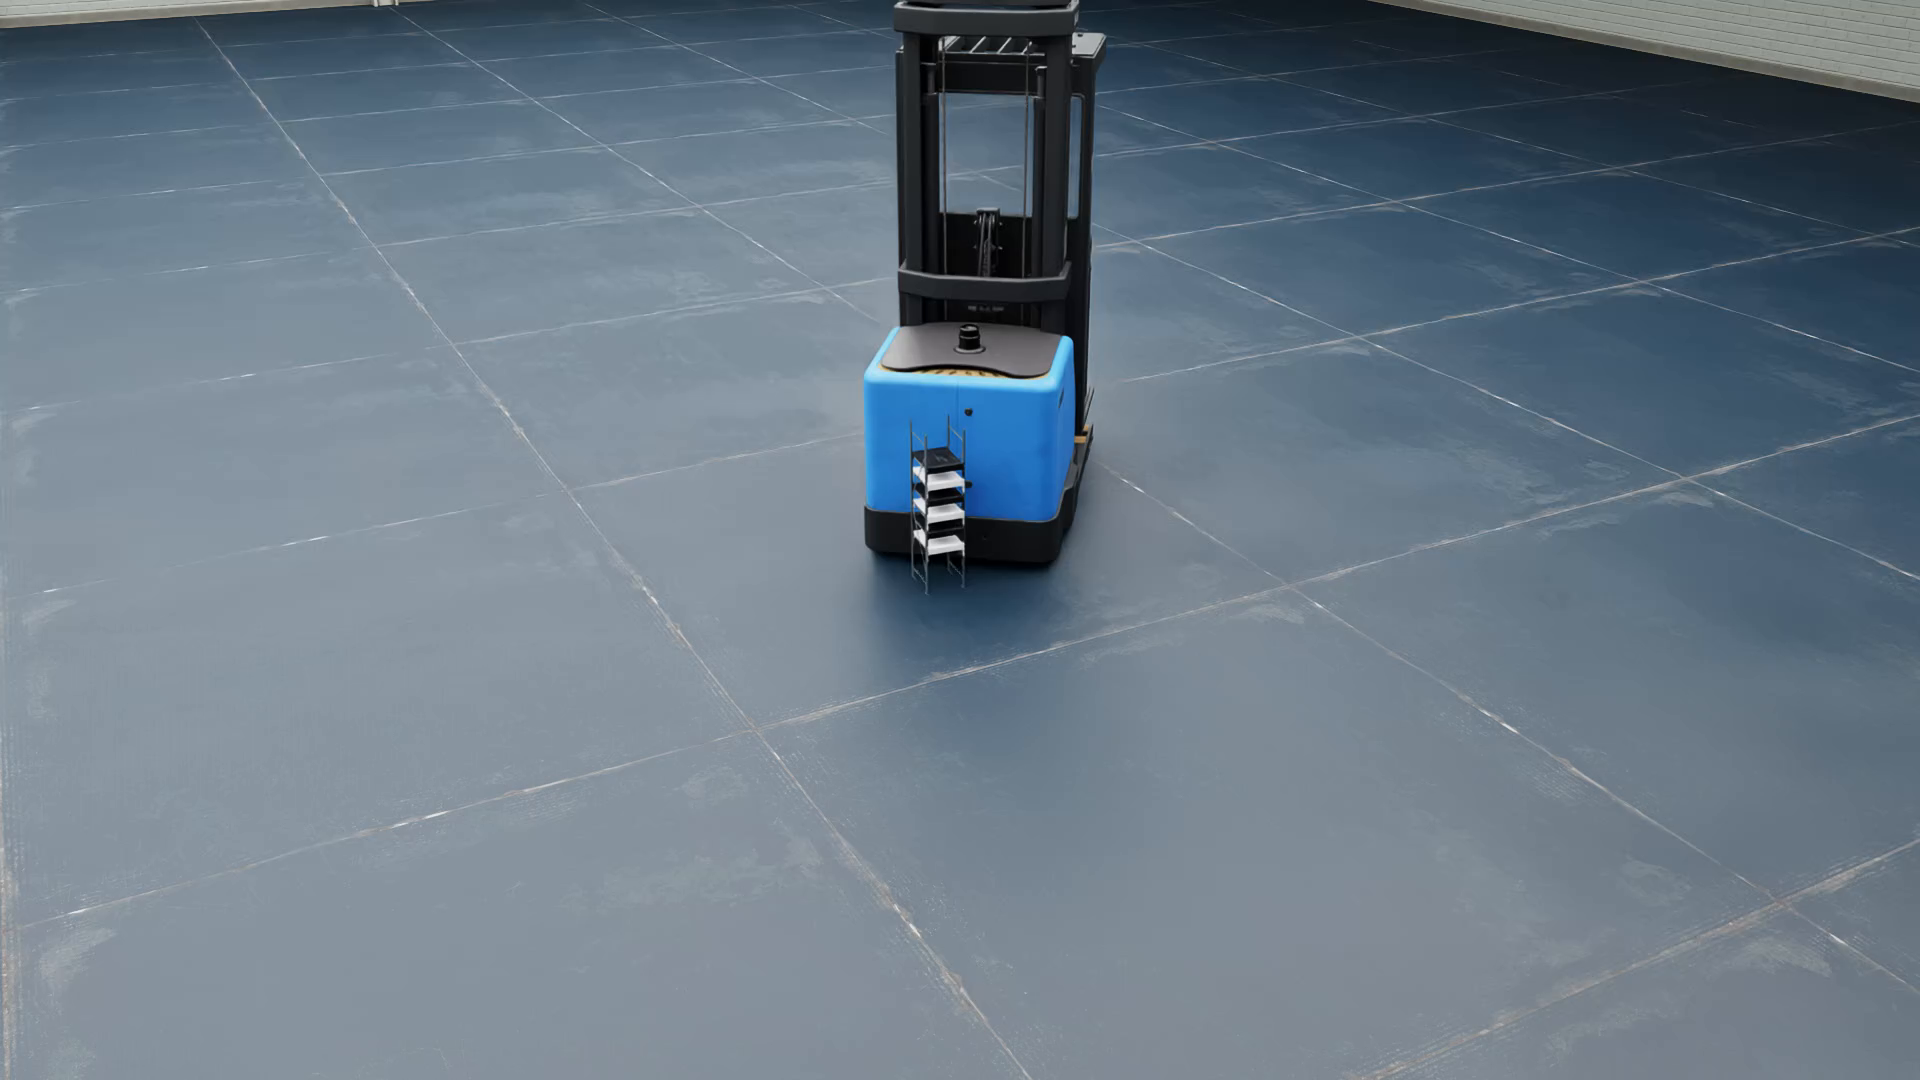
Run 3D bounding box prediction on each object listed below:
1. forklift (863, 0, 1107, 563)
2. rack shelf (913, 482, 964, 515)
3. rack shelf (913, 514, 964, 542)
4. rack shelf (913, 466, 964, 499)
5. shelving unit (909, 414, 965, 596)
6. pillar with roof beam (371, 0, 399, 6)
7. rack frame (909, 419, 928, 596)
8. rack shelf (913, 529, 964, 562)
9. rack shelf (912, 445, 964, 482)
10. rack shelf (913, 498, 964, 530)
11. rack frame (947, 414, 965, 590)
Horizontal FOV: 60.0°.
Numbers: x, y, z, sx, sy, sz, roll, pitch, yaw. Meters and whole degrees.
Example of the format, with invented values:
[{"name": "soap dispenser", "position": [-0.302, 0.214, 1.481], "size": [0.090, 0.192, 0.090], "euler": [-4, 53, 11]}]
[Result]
[{"name": "forklift", "position": [0.232, -1.811, 9.636], "size": [1.130, 2.935, 3.031], "euler": [4, 26, 8]}, {"name": "rack shelf", "position": [-0.116, -0.228, 8.555], "size": [0.200, 0.077, 0.258], "euler": [-10, 27, -19]}, {"name": "rack shelf", "position": [-0.116, -0.066, 8.633], "size": [0.200, 0.077, 0.258], "euler": [-10, 27, -19]}, {"name": "rack shelf", "position": [-0.116, -0.310, 8.516], "size": [0.200, 0.077, 0.258], "euler": [-10, 27, -19]}, {"name": "shelving unit", "position": [-0.116, -0.177, 8.580], "size": [0.210, 0.900, 0.258], "euler": [-10, 27, -19]}, {"name": "pillar with roof beam", "position": [-7.691, -11.459, 22.720], "size": [0.400, 9.000, 9.100], "euler": [-13, 29, -25]}, {"name": "rack frame", "position": [-0.211, -0.161, 8.546], "size": [0.006, 0.900, 0.240], "euler": [-10, 27, -19]}, {"name": "rack shelf", "position": [-0.116, 0.015, 8.672], "size": [0.200, 0.077, 0.258], "euler": [-10, 27, -19]}, {"name": "rack shelf", "position": [-0.116, -0.391, 8.477], "size": [0.200, 0.077, 0.258], "euler": [-10, 27, -19]}, {"name": "rack shelf", "position": [-0.116, -0.147, 8.594], "size": [0.200, 0.077, 0.258], "euler": [-10, 27, -19]}, {"name": "rack frame", "position": [-0.021, -0.193, 8.613], "size": [0.006, 0.900, 0.240], "euler": [-10, 27, -19]}]
